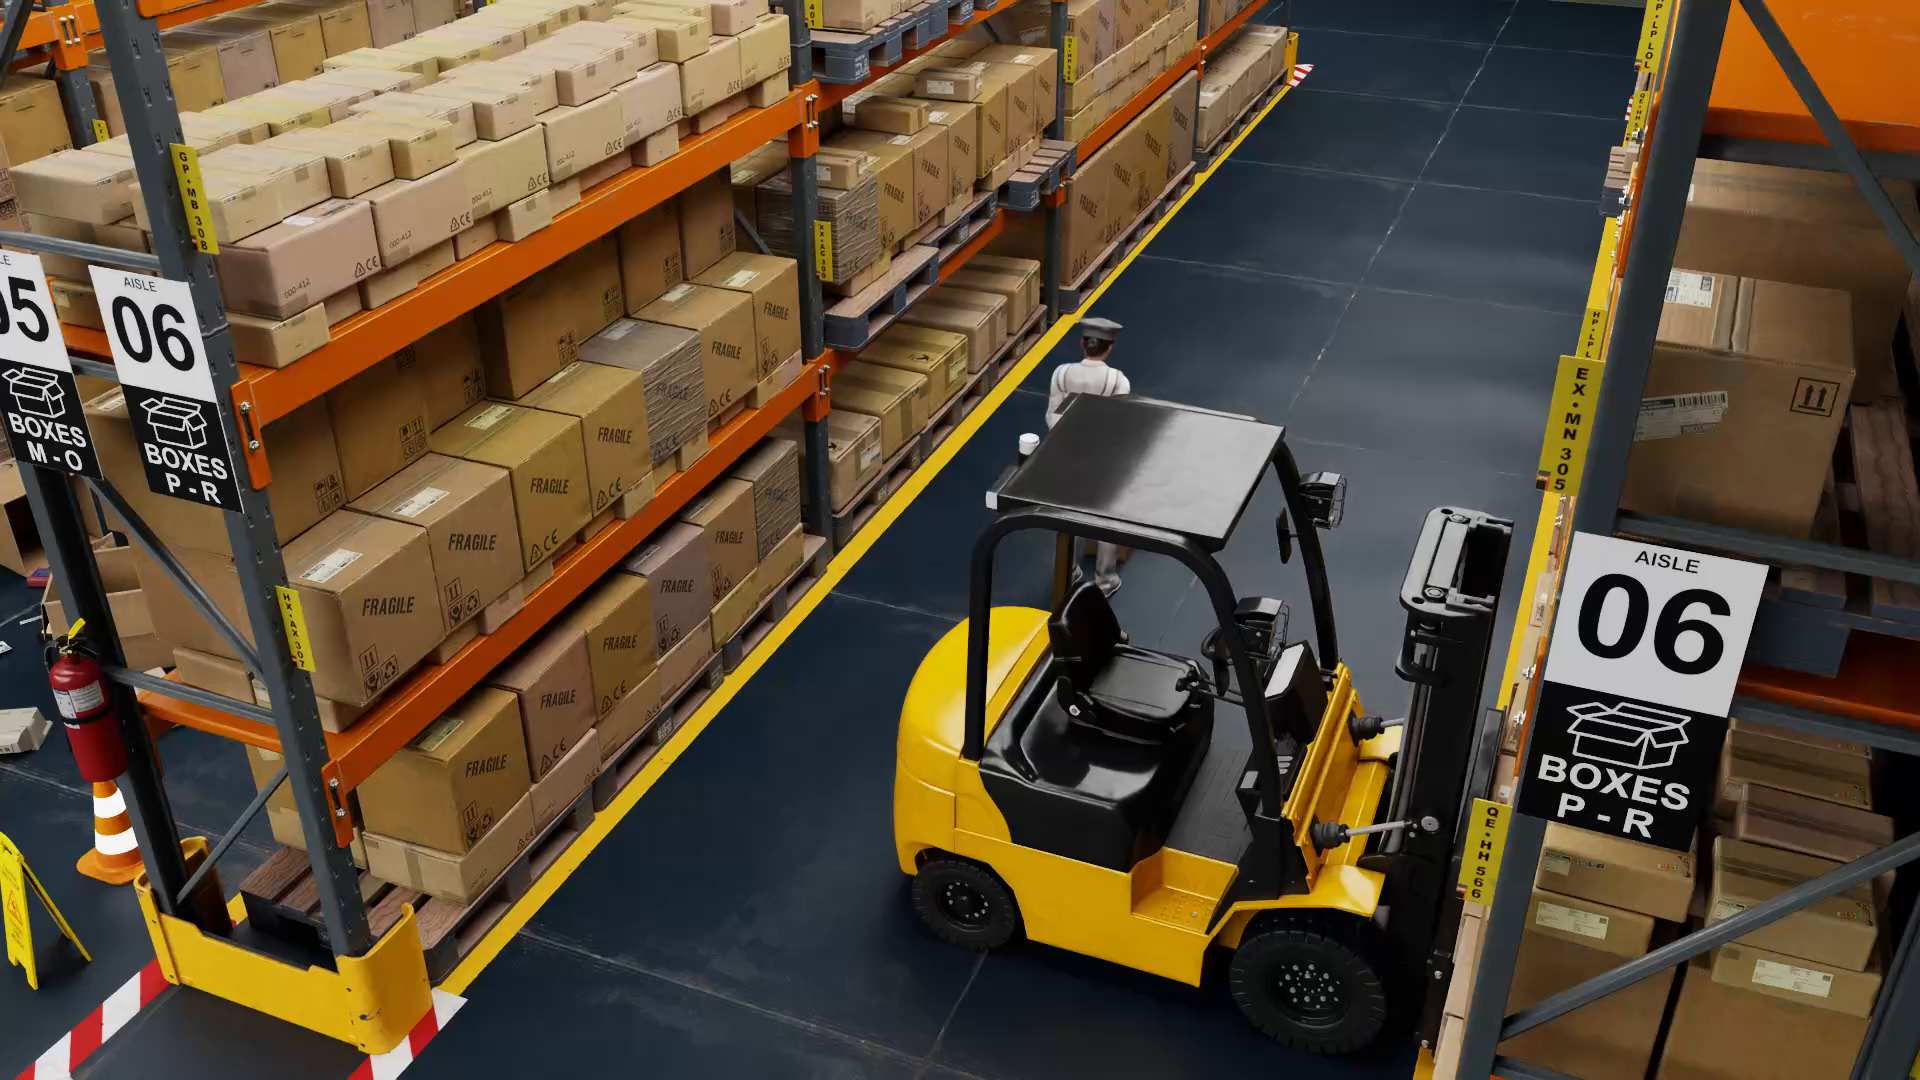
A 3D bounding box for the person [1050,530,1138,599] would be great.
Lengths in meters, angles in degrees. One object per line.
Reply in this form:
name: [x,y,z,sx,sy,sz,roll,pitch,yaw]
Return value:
person: [0.794,-0.130,9.559,0.461,0.809,0.902,11,32,18]
